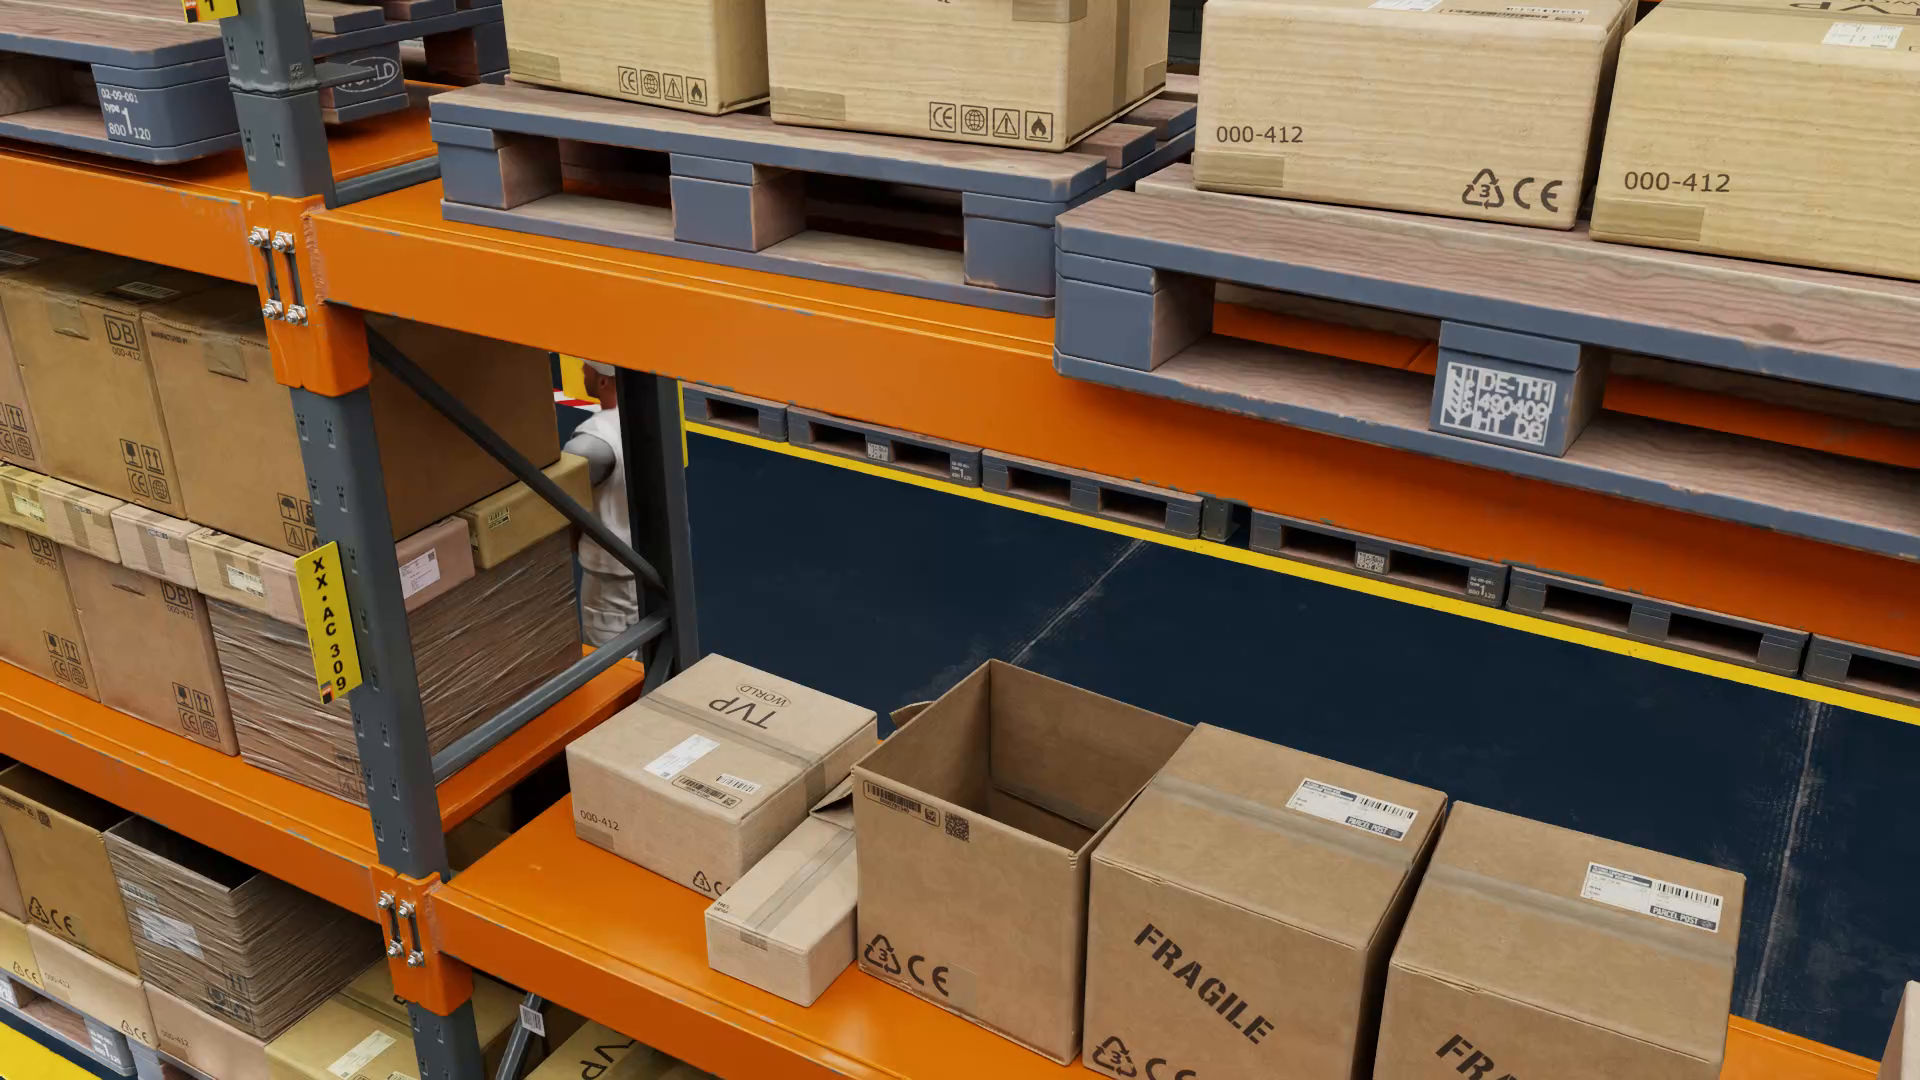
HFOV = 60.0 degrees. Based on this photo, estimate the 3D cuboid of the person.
[{"bbox_3d":[-1.279,0.050,5.987,0.558,1.786,0.495,14,30,27],"label":"person"}]
